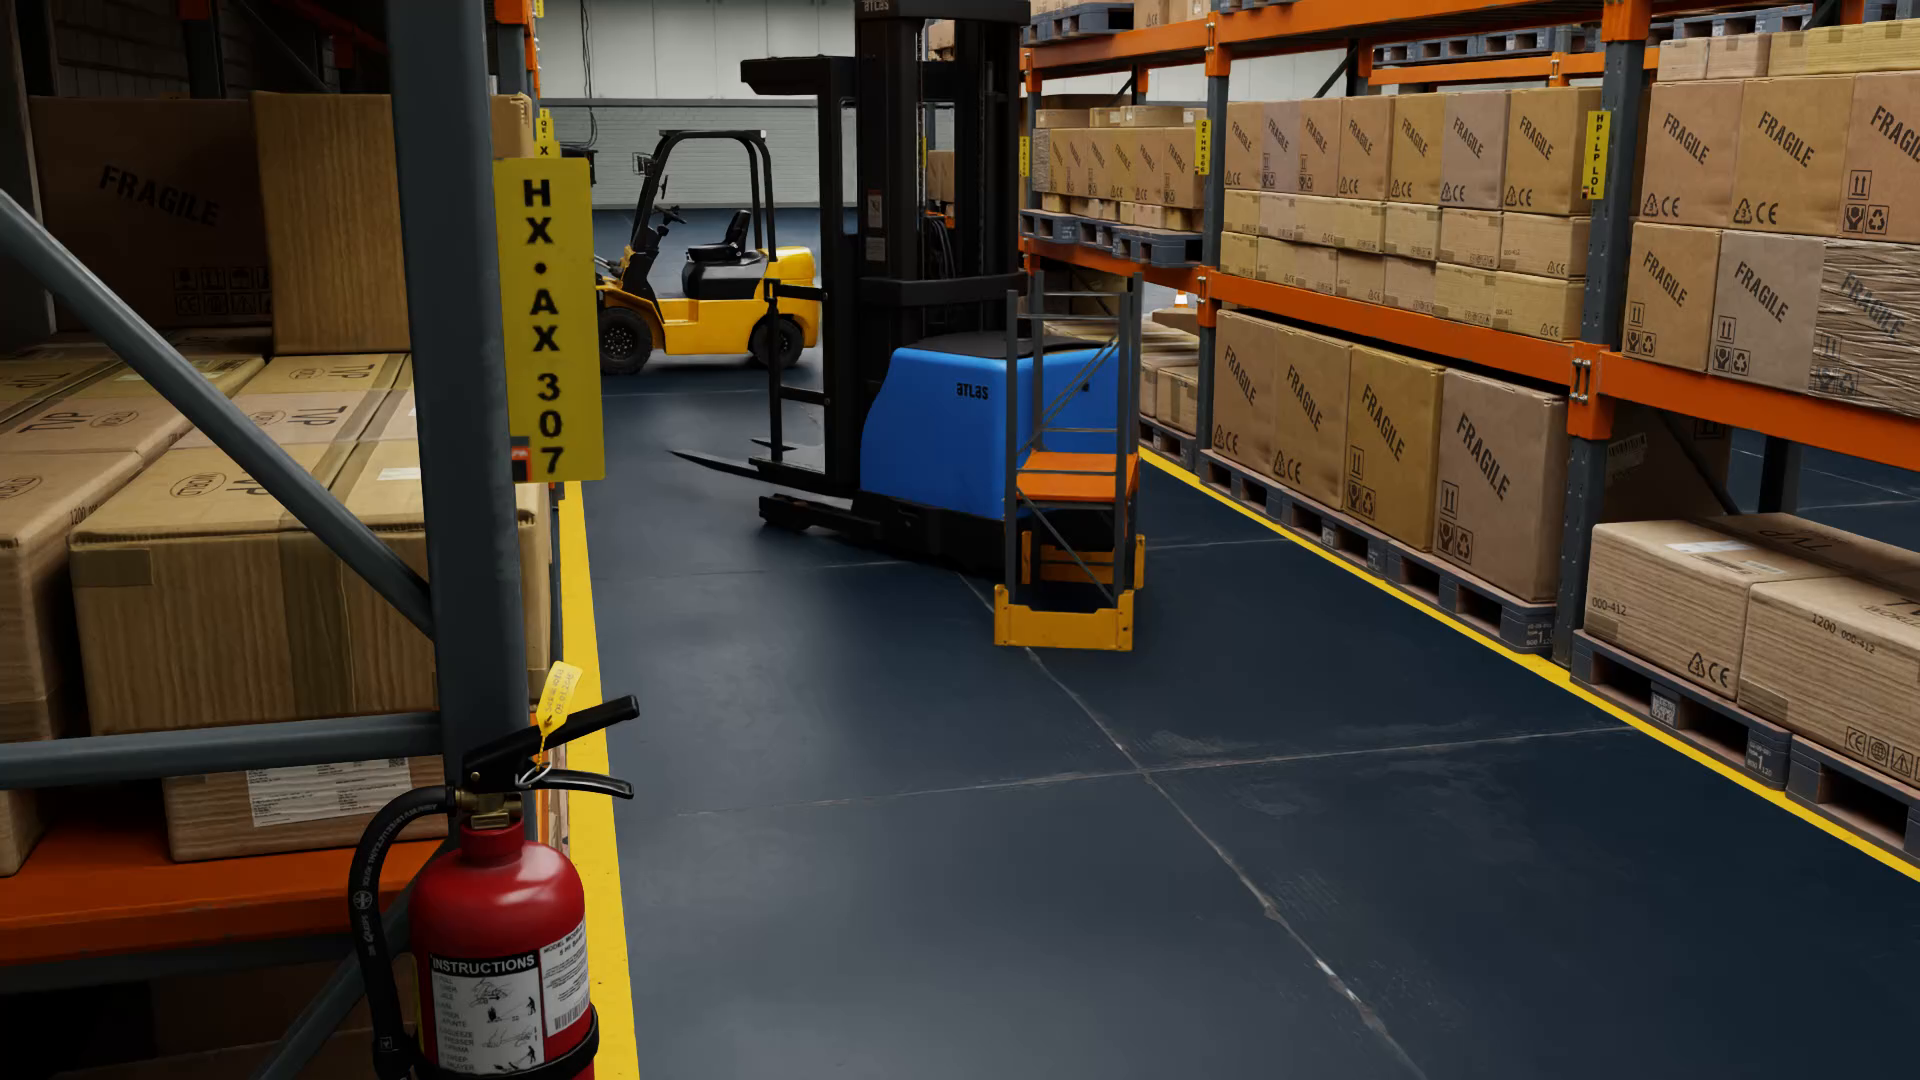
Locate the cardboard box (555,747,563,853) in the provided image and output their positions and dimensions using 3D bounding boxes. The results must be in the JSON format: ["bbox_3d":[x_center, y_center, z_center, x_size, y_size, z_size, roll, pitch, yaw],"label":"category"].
[{"bbox_3d":[-1.402,0.658,4.297,0.700,0.500,0.500,-4,14,-15],"label":"cardboard box"}]

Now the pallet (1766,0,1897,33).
[{"bbox_3d":[6.586,-3.701,11.832,1.213,0.211,1.003,-3,14,-11],"label":"pallet"}]

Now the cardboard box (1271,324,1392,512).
[{"bbox_3d":[2.288,-0.692,9.033,0.875,0.875,0.875,-3,14,-13],"label":"cardboard box"}]

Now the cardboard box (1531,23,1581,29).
[{"bbox_3d":[5.453,-4.766,15.230,0.380,0.149,0.250,-3,14,-13],"label":"cardboard box"}]

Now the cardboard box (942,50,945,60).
[{"bbox_3d":[0.033,-4.921,16.958,0.380,0.149,0.250,-4,14,-15],"label":"cardboard box"}]

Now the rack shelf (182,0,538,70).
[{"bbox_3d":[-2.353,-2.259,7.050,1.077,0.370,4.000,-3,14,-13],"label":"rack shelf"}]

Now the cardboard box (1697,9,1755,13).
[{"bbox_3d":[6.083,-4.314,13.130,0.396,0.266,0.258,-3,14,-13],"label":"cardboard box"}]

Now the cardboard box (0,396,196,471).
[{"bbox_3d":[-1.430,-0.050,2.499,0.500,0.250,0.500,-3,14,-13],"label":"cardboard box"}]

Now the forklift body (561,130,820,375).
[{"bbox_3d":[-2.483,-2.711,15.490,2.313,2.155,1.214,-3,14,-13],"label":"forklift body"}]

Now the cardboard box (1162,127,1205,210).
[{"bbox_3d":[1.624,-2.377,10.614,0.500,0.500,0.500,-4,14,-15],"label":"cardboard box"}]

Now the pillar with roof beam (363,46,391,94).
[{"bbox_3d":[-1.230,-6.402,16.170,9.100,9.000,0.400,-3,14,-13],"label":"pillar with roof beam"}]

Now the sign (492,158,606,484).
[{"bbox_3d":[-0.416,-0.218,1.676,0.100,0.325,0.005,-3,14,-13],"label":"sign"}]

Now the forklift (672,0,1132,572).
[{"bbox_3d":[-0.474,-1.548,9.090,1.130,2.935,3.031,-13,19,-43],"label":"forklift"}]

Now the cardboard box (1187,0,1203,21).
[{"bbox_3d":[1.657,-3.344,10.501,0.380,0.149,0.250,-3,14,-13],"label":"cardboard box"}]

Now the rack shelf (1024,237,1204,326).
[{"bbox_3d":[1.532,-2.003,12.319,1.077,0.370,4.000,-3,14,-13],"label":"rack shelf"}]

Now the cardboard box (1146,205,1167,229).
[{"bbox_3d":[1.460,-2.148,11.045,0.380,0.149,0.250,-3,14,-14],"label":"cardboard box"}]

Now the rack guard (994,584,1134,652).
[{"bbox_3d":[0.439,0.330,7.049,0.587,0.250,0.087,2,14,9],"label":"rack guard"}]

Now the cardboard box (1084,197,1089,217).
[{"bbox_3d":[1.152,-2.512,12.534,0.380,0.149,0.250,-3,14,-13],"label":"cardboard box"}]

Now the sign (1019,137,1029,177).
[{"bbox_3d":[0.536,-3.202,13.888,0.100,0.325,0.005,-3,14,-13],"label":"sign"}]

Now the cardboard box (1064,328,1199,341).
[{"bbox_3d":[1.360,-1.454,13.211,0.950,0.372,0.625,-2,14,-10],"label":"cardboard box"}]

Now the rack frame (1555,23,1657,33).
[{"bbox_3d":[5.850,-6.027,14.635,1.000,3.000,0.127,-3,14,-13],"label":"rack frame"}]

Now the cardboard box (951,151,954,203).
[{"bbox_3d":[0.210,-3.568,16.372,0.500,0.500,0.500,-4,14,-14],"label":"cardboard box"}]

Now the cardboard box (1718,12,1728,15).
[{"bbox_3d":[6.475,-4.387,13.335,0.500,0.311,0.500,-4,14,-15],"label":"cardboard box"}]

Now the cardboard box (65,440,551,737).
[{"bbox_3d":[-0.789,0.041,2.128,0.500,0.250,0.500,-3,14,-13],"label":"cardboard box"}]

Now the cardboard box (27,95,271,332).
[{"bbox_3d":[-1.792,-0.768,3.859,0.500,0.500,0.500,-4,14,-15],"label":"cardboard box"}]

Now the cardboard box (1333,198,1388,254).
[{"bbox_3d":[2.212,-1.577,8.325,0.500,0.250,0.500,-3,14,-12],"label":"cardboard box"}]

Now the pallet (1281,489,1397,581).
[{"bbox_3d":[2.396,-0.069,8.765,1.003,0.211,1.213,-3,14,-13],"label":"pallet"}]

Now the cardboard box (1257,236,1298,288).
[{"bbox_3d":[2.009,-1.573,9.363,0.500,0.250,0.500,-4,14,-15],"label":"cardboard box"}]

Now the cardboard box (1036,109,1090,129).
[{"bbox_3d":[0.829,-3.397,13.423,0.380,0.149,0.250,-3,14,-13],"label":"cardboard box"}]

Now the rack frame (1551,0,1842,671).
[{"bbox_3d":[2.941,-0.968,6.568,1.000,3.000,0.127,-3,14,-13],"label":"rack frame"}]

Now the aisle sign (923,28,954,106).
[{"bbox_3d":[-0.193,-4.996,17.579,0.394,0.787,0.004,-3,14,-13],"label":"aisle sign"}]

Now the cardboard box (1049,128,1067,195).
[{"bbox_3d":[1.011,-2.971,13.044,0.500,0.500,0.500,-3,14,-13],"label":"cardboard box"}]

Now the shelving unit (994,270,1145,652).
[{"bbox_3d":[0.516,-0.394,7.378,0.587,1.500,1.083,2,14,9],"label":"shelving unit"}]

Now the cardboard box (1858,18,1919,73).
[{"bbox_3d":[2.972,-1.491,5.027,0.380,0.149,0.250,-4,14,-15],"label":"cardboard box"}]

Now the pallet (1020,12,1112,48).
[{"bbox_3d":[1.103,-4.031,13.181,1.213,0.211,1.003,-3,14,-13],"label":"pallet"}]

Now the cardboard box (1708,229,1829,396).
[{"bbox_3d":[2.911,-0.777,5.577,0.500,0.500,0.500,-3,14,-13],"label":"cardboard box"}]

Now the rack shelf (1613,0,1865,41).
[{"bbox_3d":[3.410,-1.614,4.409,1.077,0.370,4.000,-3,14,-13],"label":"rack shelf"}]

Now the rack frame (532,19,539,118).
[{"bbox_3d":[-3.762,-2.536,12.986,1.000,3.000,0.127,-3,14,-13],"label":"rack frame"}]

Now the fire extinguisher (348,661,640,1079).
[{"bbox_3d":[-0.460,0.459,1.675,0.296,0.674,0.183,-3,14,-13],"label":"fire extinguisher"}]

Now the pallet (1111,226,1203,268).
[{"bbox_3d":[1.730,-1.956,11.017,1.213,0.211,1.003,-3,14,-13],"label":"pallet"}]

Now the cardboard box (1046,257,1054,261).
[{"bbox_3d":[1.026,-2.725,15.722,0.380,0.149,0.250,-2,14,-10],"label":"cardboard box"}]

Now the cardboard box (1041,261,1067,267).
[{"bbox_3d":[1.049,-2.320,15.431,0.500,0.500,0.500,-3,14,-11],"label":"cardboard box"}]

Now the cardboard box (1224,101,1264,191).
[{"bbox_3d":[1.879,-2.297,9.693,0.500,0.500,0.500,-4,14,-15],"label":"cardboard box"}]

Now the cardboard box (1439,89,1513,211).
[{"bbox_3d":[2.463,-1.710,7.289,0.500,0.500,0.500,-3,14,-12],"label":"cardboard box"}]

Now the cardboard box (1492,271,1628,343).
[{"bbox_3d":[2.590,-0.984,6.952,0.500,0.250,0.500,-4,14,-15],"label":"cardboard box"}]

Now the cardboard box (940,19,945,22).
[{"bbox_3d":[0.008,-5.365,17.096,0.380,0.149,0.250,-3,14,-14],"label":"cardboard box"}]

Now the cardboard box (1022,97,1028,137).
[{"bbox_3d":[0.979,-3.842,15.389,0.700,0.500,0.500,-4,14,-14],"label":"cardboard box"}]

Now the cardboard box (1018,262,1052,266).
[{"bbox_3d":[0.541,-2.285,15.287,0.500,0.500,0.500,-3,14,-12],"label":"cardboard box"}]
